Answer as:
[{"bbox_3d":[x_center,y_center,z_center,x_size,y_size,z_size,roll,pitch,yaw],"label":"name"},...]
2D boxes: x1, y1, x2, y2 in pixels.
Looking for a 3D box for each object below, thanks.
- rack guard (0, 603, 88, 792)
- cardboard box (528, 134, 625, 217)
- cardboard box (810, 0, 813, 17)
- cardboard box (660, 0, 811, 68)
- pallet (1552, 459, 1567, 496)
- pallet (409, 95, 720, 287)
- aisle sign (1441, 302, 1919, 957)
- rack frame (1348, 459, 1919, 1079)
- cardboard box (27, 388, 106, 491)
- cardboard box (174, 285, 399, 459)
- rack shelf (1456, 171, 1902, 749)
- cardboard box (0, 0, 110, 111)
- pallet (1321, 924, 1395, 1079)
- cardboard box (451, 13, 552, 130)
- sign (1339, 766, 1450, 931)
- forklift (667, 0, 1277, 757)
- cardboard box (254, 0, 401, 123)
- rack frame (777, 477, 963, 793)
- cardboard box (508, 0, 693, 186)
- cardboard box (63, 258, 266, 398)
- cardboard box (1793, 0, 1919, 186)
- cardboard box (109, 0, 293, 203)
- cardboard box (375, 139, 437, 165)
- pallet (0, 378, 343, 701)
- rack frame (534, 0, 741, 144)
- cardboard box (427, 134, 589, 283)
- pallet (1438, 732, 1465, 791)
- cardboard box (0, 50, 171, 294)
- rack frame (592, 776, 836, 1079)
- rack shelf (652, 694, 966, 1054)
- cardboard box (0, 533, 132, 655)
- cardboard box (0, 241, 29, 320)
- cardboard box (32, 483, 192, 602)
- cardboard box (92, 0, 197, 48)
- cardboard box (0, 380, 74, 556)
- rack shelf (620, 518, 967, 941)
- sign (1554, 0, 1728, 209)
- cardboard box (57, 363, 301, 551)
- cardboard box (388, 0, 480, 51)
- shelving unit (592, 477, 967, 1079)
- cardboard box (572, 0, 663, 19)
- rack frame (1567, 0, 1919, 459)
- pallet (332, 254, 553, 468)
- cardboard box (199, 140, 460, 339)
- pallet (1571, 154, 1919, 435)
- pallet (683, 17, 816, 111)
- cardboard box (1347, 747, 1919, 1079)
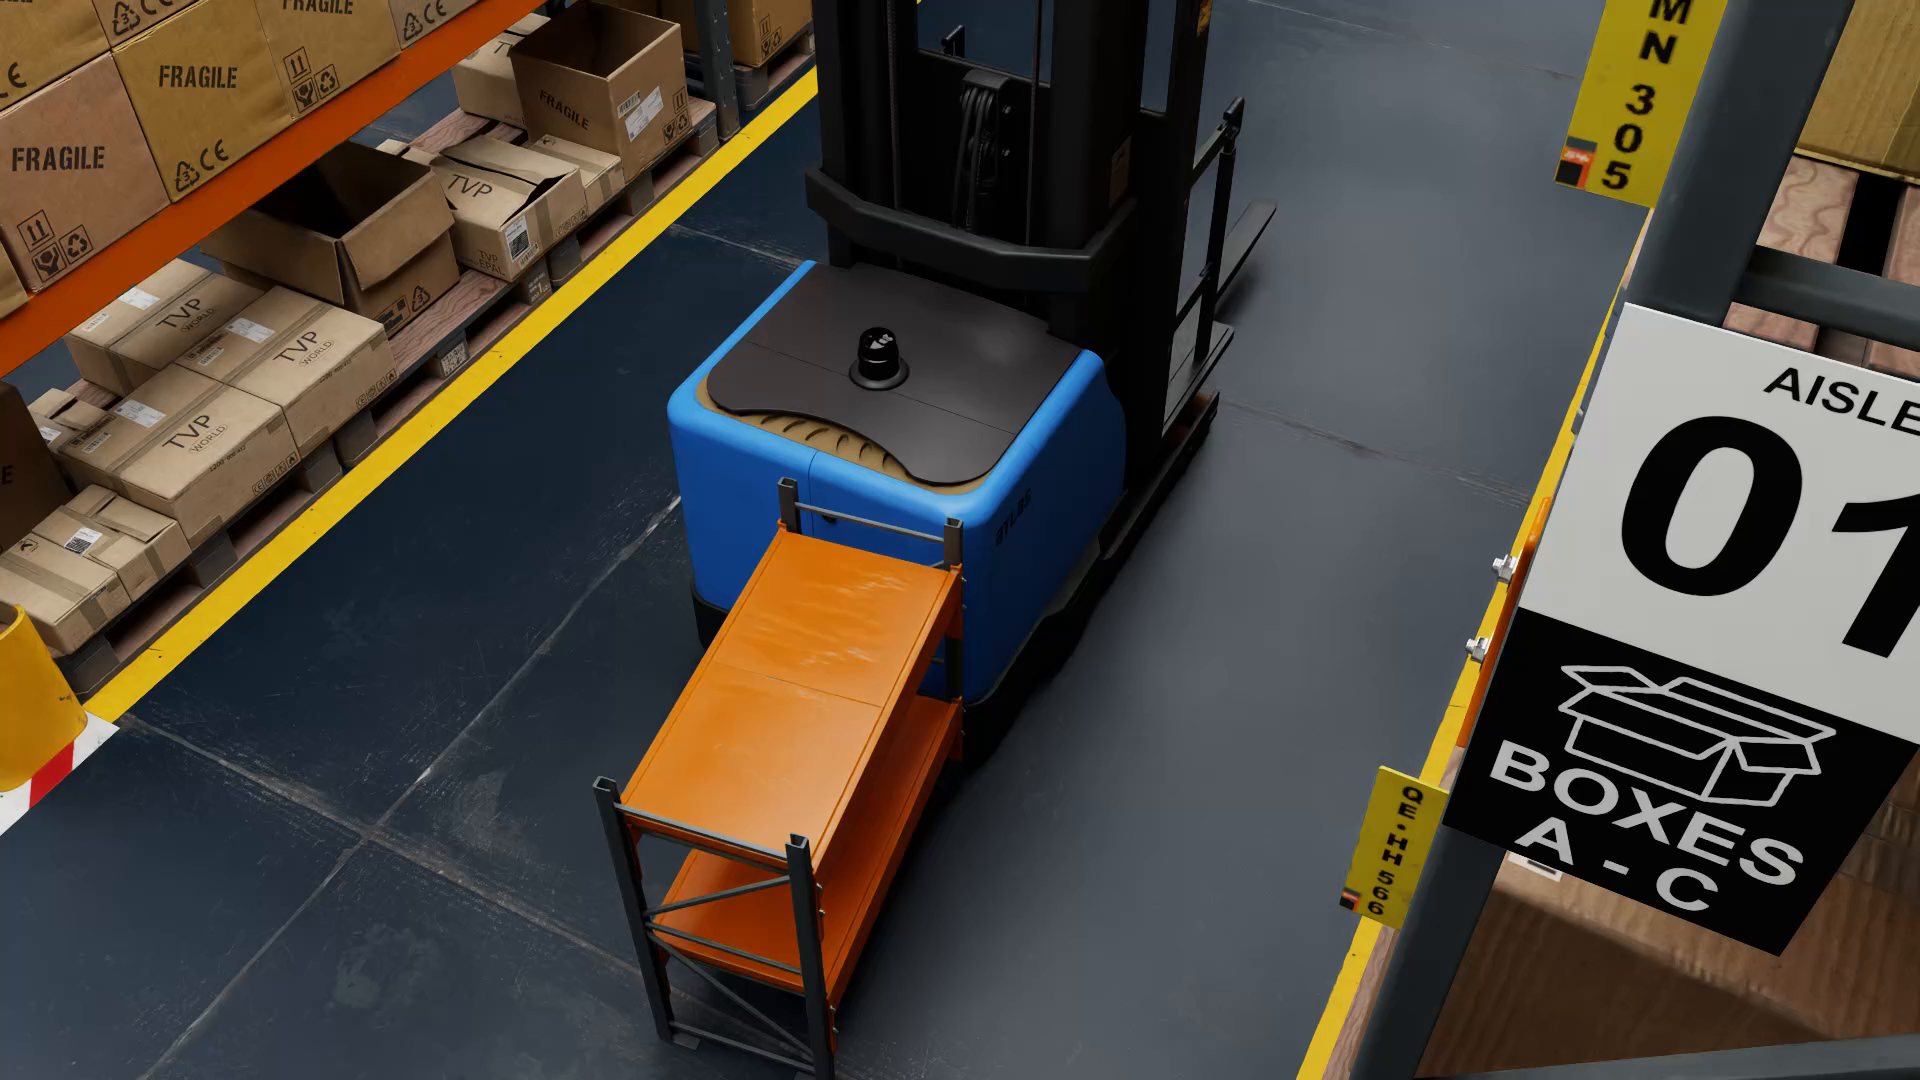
[{"bbox_3d":[-3.294,0.298,5.104,1.175,0.500,0.348,20,49,19],"label":"rack guard"},{"bbox_3d":[-1.607,-1.496,6.815,0.380,0.149,0.250,20,49,19],"label":"cardboard box"},{"bbox_3d":[-0.794,-2.893,7.948,0.500,0.500,0.500,21,49,20],"label":"cardboard box"},{"bbox_3d":[-1.032,-2.553,7.612,0.500,0.500,0.500,18,48,17],"label":"cardboard box"},{"bbox_3d":[2.495,0.014,5.588,1.003,0.211,1.213,20,49,19],"label":"pallet"},{"bbox_3d":[-1.792,-1.640,7.223,1.003,0.211,1.213,20,49,19],"label":"pallet"},{"bbox_3d":[0.761,0.133,1.682,0.394,0.787,0.004,20,49,19],"label":"aisle sign"},{"bbox_3d":[1.060,1.100,2.553,1.000,3.000,0.127,20,49,19],"label":"rack frame"},{"bbox_3d":[-3.027,-0.341,5.660,0.380,0.166,0.250,20,49,19],"label":"cardboard box"},{"bbox_3d":[-2.361,-0.600,5.858,0.500,0.250,0.500,20,49,19],"label":"cardboard box"},{"bbox_3d":[1.988,-0.961,2.988,1.077,0.370,4.000,20,49,19],"label":"rack shelf"},{"bbox_3d":[-2.654,-1.444,4.295,0.500,0.500,0.500,21,49,19],"label":"cardboard box"},{"bbox_3d":[1.362,1.551,4.069,1.003,0.211,1.213,20,49,19],"label":"pallet"},{"bbox_3d":[-1.859,-2.069,7.267,0.500,0.311,0.500,20,49,19],"label":"cardboard box"},{"bbox_3d":[0.586,0.422,2.243,0.100,0.325,0.005,20,49,19],"label":"sign"},{"bbox_3d":[0.294,-1.426,5.099,1.130,2.935,3.031,21,49,19],"label":"forklift"},{"bbox_3d":[-2.186,-1.717,5.267,0.500,0.500,0.500,21,49,20],"label":"cardboard box"},{"bbox_3d":[-0.233,0.298,4.665,0.500,1.125,0.032,14,47,13],"label":"rack frame"},{"bbox_3d":[-1.486,-1.876,6.943,0.500,0.500,0.500,20,49,19],"label":"cardboard box"},{"bbox_3d":[-2.828,-0.733,5.990,0.500,0.250,0.500,20,49,19],"label":"cardboard box"},{"bbox_3d":[1.165,-0.633,1.897,0.500,0.250,0.500,22,49,20],"label":"cardboard box"},{"bbox_3d":[-2.419,-1.402,4.957,0.500,0.500,0.500,20,49,19],"label":"cardboard box"},{"bbox_3d":[-2.252,-1.470,6.777,0.380,0.166,0.250,20,49,19],"label":"cardboard box"},{"bbox_3d":[-2.925,-0.103,5.703,1.003,0.211,1.213,20,49,19],"label":"pallet"},{"bbox_3d":[-1.473,-3.053,6.658,1.000,3.000,0.127,20,49,19],"label":"rack frame"},{"bbox_3d":[-1.834,-1.337,6.544,0.500,0.311,0.500,20,49,19],"label":"cardboard box"},{"bbox_3d":[1.929,0.786,4.825,1.003,0.211,1.213,20,49,19],"label":"pallet"},{"bbox_3d":[-2.655,-1.087,4.645,0.500,0.500,0.500,20,49,19],"label":"cardboard box"},{"bbox_3d":[-0.563,0.981,3.989,0.500,1.125,0.032,14,47,13],"label":"rack frame"},{"bbox_3d":[-0.398,0.811,4.501,0.538,0.278,1.000,14,47,13],"label":"rack shelf"},{"bbox_3d":[-2.831,0.164,5.174,0.380,0.149,0.250,20,49,19],"label":"cardboard box"},{"bbox_3d":[-2.890,-0.760,4.322,0.500,0.500,0.500,21,49,20],"label":"cardboard box"},{"bbox_3d":[-2.715,0.001,5.323,0.380,0.166,0.250,20,49,19],"label":"cardboard box"},{"bbox_3d":[-2.417,-1.757,4.604,0.500,0.500,0.500,21,49,20],"label":"cardboard box"},{"bbox_3d":[-3.295,-0.233,5.319,0.500,0.500,0.500,20,49,19],"label":"cardboard box"},{"bbox_3d":[-0.398,0.434,4.119,0.538,0.278,1.000,14,47,13],"label":"rack shelf"},{"bbox_3d":[0.586,-0.425,1.385,0.100,0.325,0.005,20,49,19],"label":"sign"},{"bbox_3d":[-2.594,-0.285,5.546,0.500,0.250,0.500,20,49,19],"label":"cardboard box"},{"bbox_3d":[-1.952,-2.039,5.585,0.500,0.500,0.500,22,49,20],"label":"cardboard box"},{"bbox_3d":[-0.398,0.639,4.327,0.538,1.125,1.048,14,47,13],"label":"shelving unit"},{"bbox_3d":[-1.497,-2.734,7.791,0.500,0.500,0.500,20,49,19],"label":"cardboard box"},{"bbox_3d":[1.060,-1.008,0.420,1.000,3.000,0.127,20,49,19],"label":"rack frame"},{"bbox_3d":[-2.357,-0.869,6.460,1.003,0.211,1.213,20,49,19],"label":"pallet"},{"bbox_3d":[-2.340,-1.144,6.218,0.797,0.503,0.637,20,49,19],"label":"cardboard box"},{"bbox_3d":[1.395,-0.394,1.983,1.003,0.211,1.213,20,49,19],"label":"pallet"},{"bbox_3d":[-1.128,-2.597,8.169,1.003,0.211,1.213,20,49,19],"label":"pallet"},{"bbox_3d":[1.288,0.670,2.768,0.980,0.700,0.700,23,50,21],"label":"cardboard box"}]
